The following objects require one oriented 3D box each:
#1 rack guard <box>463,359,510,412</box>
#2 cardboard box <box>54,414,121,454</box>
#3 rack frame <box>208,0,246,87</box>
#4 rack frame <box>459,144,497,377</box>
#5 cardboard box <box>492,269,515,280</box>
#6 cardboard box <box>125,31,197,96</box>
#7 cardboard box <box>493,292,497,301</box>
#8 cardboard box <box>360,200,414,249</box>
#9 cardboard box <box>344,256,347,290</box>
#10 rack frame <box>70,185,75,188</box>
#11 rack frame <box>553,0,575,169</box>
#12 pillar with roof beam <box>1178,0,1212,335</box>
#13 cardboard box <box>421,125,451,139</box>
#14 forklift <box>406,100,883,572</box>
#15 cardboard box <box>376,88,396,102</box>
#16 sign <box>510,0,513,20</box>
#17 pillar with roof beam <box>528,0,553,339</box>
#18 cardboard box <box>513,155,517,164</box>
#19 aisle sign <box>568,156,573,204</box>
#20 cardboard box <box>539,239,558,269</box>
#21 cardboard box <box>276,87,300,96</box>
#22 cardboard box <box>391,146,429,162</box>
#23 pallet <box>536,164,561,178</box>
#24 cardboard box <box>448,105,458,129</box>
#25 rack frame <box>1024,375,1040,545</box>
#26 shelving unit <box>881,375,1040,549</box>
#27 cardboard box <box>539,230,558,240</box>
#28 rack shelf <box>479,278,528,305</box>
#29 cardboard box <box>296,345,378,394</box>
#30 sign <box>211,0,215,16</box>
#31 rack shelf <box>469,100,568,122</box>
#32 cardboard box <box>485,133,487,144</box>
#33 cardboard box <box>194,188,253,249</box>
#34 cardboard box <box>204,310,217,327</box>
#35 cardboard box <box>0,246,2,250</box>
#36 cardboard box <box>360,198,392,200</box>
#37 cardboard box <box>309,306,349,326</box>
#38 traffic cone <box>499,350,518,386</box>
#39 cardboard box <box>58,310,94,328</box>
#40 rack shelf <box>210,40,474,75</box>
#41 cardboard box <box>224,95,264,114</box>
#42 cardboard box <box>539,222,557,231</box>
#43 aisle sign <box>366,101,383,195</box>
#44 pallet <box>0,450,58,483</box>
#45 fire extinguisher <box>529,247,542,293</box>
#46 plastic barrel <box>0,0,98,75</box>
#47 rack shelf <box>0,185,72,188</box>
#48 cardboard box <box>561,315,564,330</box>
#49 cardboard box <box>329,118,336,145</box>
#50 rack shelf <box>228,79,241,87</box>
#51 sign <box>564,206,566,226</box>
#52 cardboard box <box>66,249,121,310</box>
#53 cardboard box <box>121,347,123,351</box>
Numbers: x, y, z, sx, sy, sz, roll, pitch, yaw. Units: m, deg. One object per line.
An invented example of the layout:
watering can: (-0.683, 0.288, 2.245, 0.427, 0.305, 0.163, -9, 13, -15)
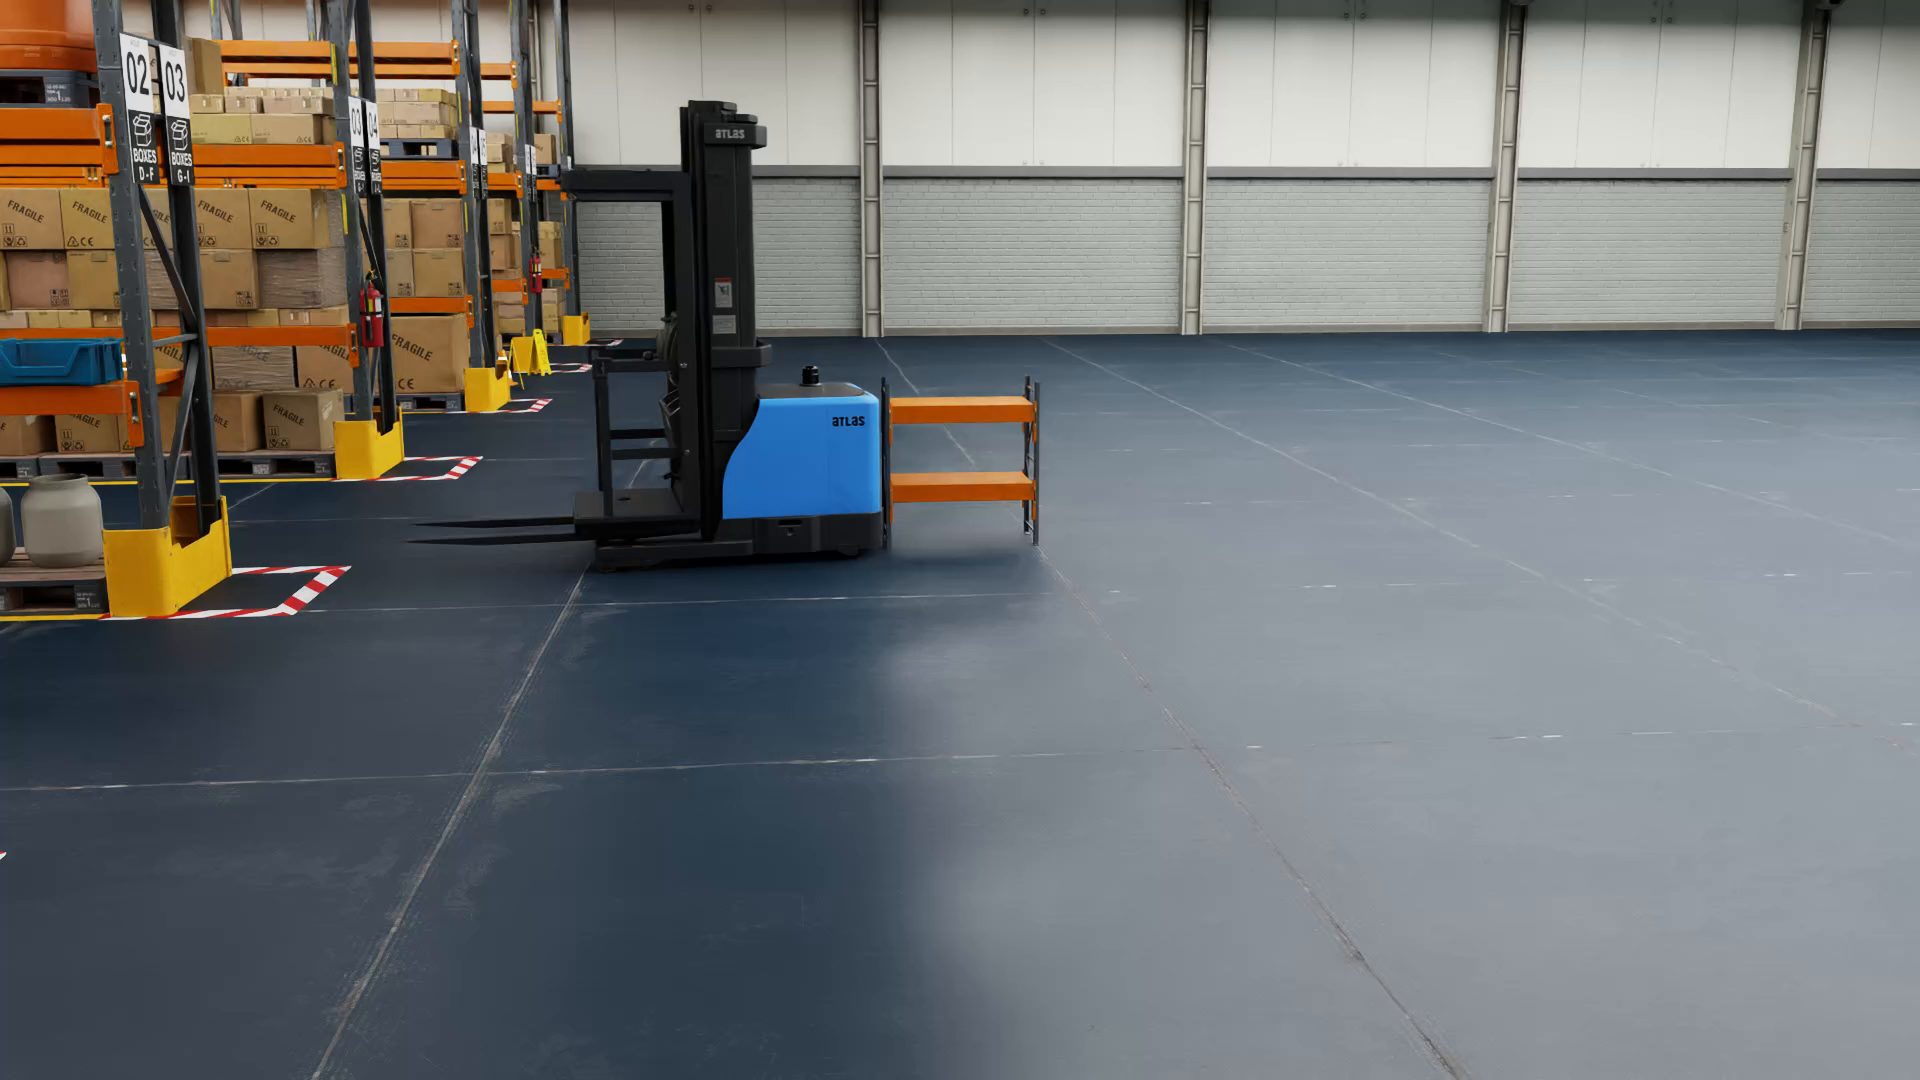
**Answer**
rack guard: (-5.592, -1.835, 19.674, 0.348, 0.500, 1.175, -1, 11, -6)
cardboard box: (-7.578, -1.046, 14.572, 0.500, 0.500, 0.500, -2, 11, -11)
rack frame: (-10.227, -6.868, 23.246, 0.127, 3.000, 1.000, -1, 11, -6)
rack frame: (-5.616, -3.061, 19.430, 0.127, 3.000, 1.000, -1, 11, -6)
cardboard box: (-6.599, -3.836, 24.024, 0.250, 0.149, 0.380, -1, 11, -4)
cardboard box: (-6.694, -3.939, 13.794, 0.500, 0.500, 0.500, -1, 11, -6)
cardboard box: (-8.222, -4.214, 28.742, 0.500, 0.250, 0.500, -1, 11, -5)
cardboard box: (-6.526, -3.635, 19.162, 0.550, 0.550, 0.875, -1, 11, -6)
cardboard box: (-7.094, -3.115, 19.316, 0.550, 0.550, 0.875, -1, 11, -6)
rack frame: (-14.744, -4.793, 28.242, 0.127, 3.000, 1.000, -1, 11, -6)
rack frame: (-6.790, -7.903, 28.511, 0.127, 3.000, 1.000, -1, 11, -6)
pillar with roof beam: (4.815, -7.486, 26.389, 0.548, 9.000, 9.100, -1, 11, -6)
cardboard box: (-5.910, -4.593, 18.749, 0.250, 0.149, 0.380, -1, 11, -6)
forklift: (-2.090, -1.344, 10.873, 3.031, 2.935, 1.130, -3, 11, -14)
cardboard box: (-6.417, -4.973, 18.619, 0.250, 0.149, 0.380, -1, 11, -5)
sign: (-6.211, -7.381, 23.020, 0.005, 0.325, 0.100, -1, 11, -6)
pillar with roof beam: (-7.115, -7.236, 25.117, 0.400, 9.000, 9.100, -1, 11, -6)
cardboard box: (-7.581, -6.488, 28.390, 0.250, 0.149, 0.380, -2, 11, -8)
aisle sign: (-6.693, -6.180, 28.559, 0.004, 0.787, 0.394, -1, 11, -6)
cardboard box: (-7.251, -4.948, 28.772, 0.500, 0.500, 0.500, -1, 11, -7)
cardboard box: (-7.430, -4.952, 18.510, 0.250, 0.149, 0.380, -1, 11, -6)
cardboard box: (-7.746, -5.468, 23.516, 0.500, 0.250, 0.500, -1, 11, -4)
pallet: (-7.496, -6.378, 28.759, 1.213, 0.211, 1.003, -1, 11, -6)
cardboard box: (-6.123, -4.899, 19.276, 0.500, 0.250, 0.500, -1, 11, -6)
rack frame: (0.499, -0.562, 11.582, 0.032, 1.125, 0.500, -1, 11, -6)
shelving unit: (-0.007, -0.552, 11.528, 1.048, 1.125, 0.538, -1, 11, -6)
cardboard box: (-7.105, -5.266, 28.707, 0.250, 0.149, 0.380, -1, 11, -5)
rack shelf: (-8.239, -3.613, 24.106, 4.000, 0.370, 1.077, -1, 11, -6)
cardboard box: (-7.157, -2.179, 19.363, 0.875, 0.875, 0.875, -1, 11, -7)
sign: (-10.162, -7.298, 22.599, 0.005, 0.325, 0.100, -1, 11, -6)
rack shelf: (-8.779, -7.313, 28.407, 4.000, 0.370, 1.077, -1, 11, -6)
cardboard box: (-6.816, -5.686, 23.592, 0.250, 0.149, 0.380, -1, 11, -5)
cardboard box: (-6.197, -2.723, 14.088, 0.500, 0.500, 0.500, -1, 11, -6)
cardboard box: (-6.436, -1.919, 14.274, 0.250, 0.149, 0.380, -1, 11, -6)
cardboard box: (-8.185, -2.681, 13.877, 0.500, 0.500, 0.500, -1, 11, -6)
cardboard box: (-8.246, -4.618, 23.728, 0.500, 0.500, 0.700, -1, 11, -6)
cardboard box: (-5.442, -1.939, 14.374, 0.250, 0.149, 0.380, -1, 11, -6)
traffic cone: (-6.081, -2.301, 22.142, 0.334, 0.463, 0.336, -1, 11, -6)
cardboard box: (-7.421, -1.881, 14.083, 0.250, 0.149, 0.380, -1, 11, -6)
rack shelf: (-7.604, -5.414, 18.748, 4.000, 0.370, 1.077, -1, 11, -6)
cardboard box: (-5.954, -3.626, 13.885, 0.250, 0.149, 0.380, -2, 11, -9)
cardboard box: (-7.124, -5.425, 28.745, 0.250, 0.149, 0.380, -1, 11, -6)
aisle sign: (-5.151, -3.442, 14.630, 0.004, 0.787, 0.394, -1, 11, -6)
pallet: (-8.493, -0.677, 14.532, 1.213, 0.211, 1.003, -1, 11, -6)
fire extinguisher: (-6.087, -3.884, 23.818, 0.183, 0.674, 0.296, -1, 11, -6)
plastic barrel: (-5.115, -3.012, 9.203, 0.708, 0.830, 0.600, -1, 11, -6)
rack shelf: (-16.732, -5.870, 27.810, 4.000, 0.370, 1.077, -1, 11, -6)
cardboard box: (-7.300, -3.844, 29.453, 0.500, 0.250, 0.500, -1, 11, -6)
cardboard box: (-5.687, -3.545, 14.507, 0.500, 0.250, 0.500, -1, 11, -4)
rack shelf: (-12.216, -6.277, 23.142, 4.000, 0.370, 1.077, -1, 11, -6)
sign: (-6.746, -5.540, 28.424, 0.005, 0.325, 0.100, -1, 11, -6)
cardboard box: (-7.214, -2.253, 14.289, 0.500, 0.500, 0.875, -1, 11, -6)
cardboard box: (-12.154, -2.799, 23.824, 0.625, 0.372, 0.950, -1, 11, -4)
